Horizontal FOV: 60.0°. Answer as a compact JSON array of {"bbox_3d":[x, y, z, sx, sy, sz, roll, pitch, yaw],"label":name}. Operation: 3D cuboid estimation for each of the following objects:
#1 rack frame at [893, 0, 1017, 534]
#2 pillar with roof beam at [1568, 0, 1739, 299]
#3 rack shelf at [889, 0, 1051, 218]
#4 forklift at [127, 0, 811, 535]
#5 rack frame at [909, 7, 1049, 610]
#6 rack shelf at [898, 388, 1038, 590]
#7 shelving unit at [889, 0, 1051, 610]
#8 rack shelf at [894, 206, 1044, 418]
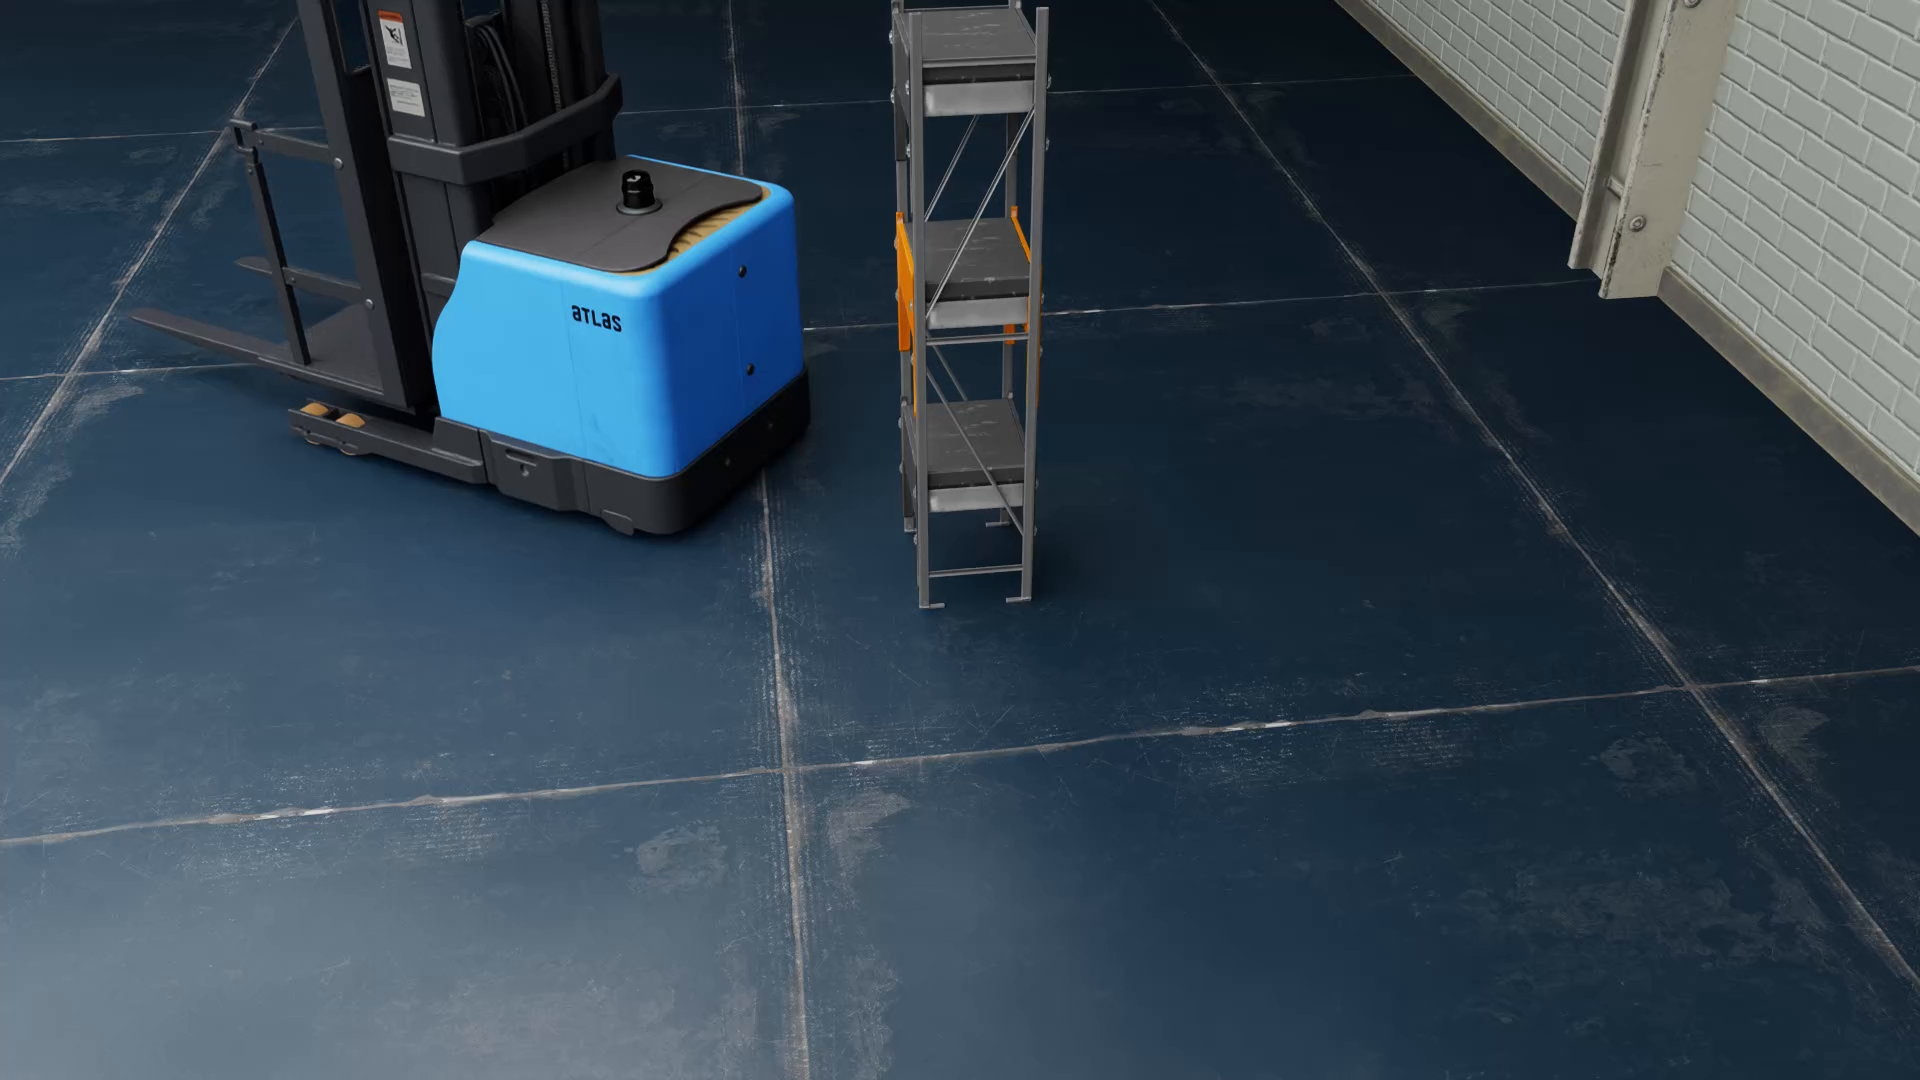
[{"bbox_3d":[-0.011,-0.911,5.723,0.400,2.100,0.015,-4,35,-6],"label":"rack frame"},{"bbox_3d":[-1.070,-4.665,5.105,9.100,9.000,0.400,-4,35,-6],"label":"pillar with roof beam"},{"bbox_3d":[0.022,-1.342,5.137,0.431,0.518,0.480,-4,35,-6],"label":"rack shelf"},{"bbox_3d":[-2.166,-1.801,6.290,3.031,2.935,1.130,16,37,22],"label":"forklift"},{"bbox_3d":[0.055,-0.639,5.323,0.400,2.100,0.015,-4,35,-6],"label":"rack frame"},{"bbox_3d":[0.022,-0.186,5.925,0.431,0.518,0.480,-4,35,-6],"label":"rack shelf"},{"bbox_3d":[0.022,-0.775,5.523,0.431,2.100,0.503,-4,35,-6],"label":"shelving unit"},{"bbox_3d":[0.022,-0.764,5.531,0.431,0.518,0.480,-4,35,-6],"label":"rack shelf"}]
